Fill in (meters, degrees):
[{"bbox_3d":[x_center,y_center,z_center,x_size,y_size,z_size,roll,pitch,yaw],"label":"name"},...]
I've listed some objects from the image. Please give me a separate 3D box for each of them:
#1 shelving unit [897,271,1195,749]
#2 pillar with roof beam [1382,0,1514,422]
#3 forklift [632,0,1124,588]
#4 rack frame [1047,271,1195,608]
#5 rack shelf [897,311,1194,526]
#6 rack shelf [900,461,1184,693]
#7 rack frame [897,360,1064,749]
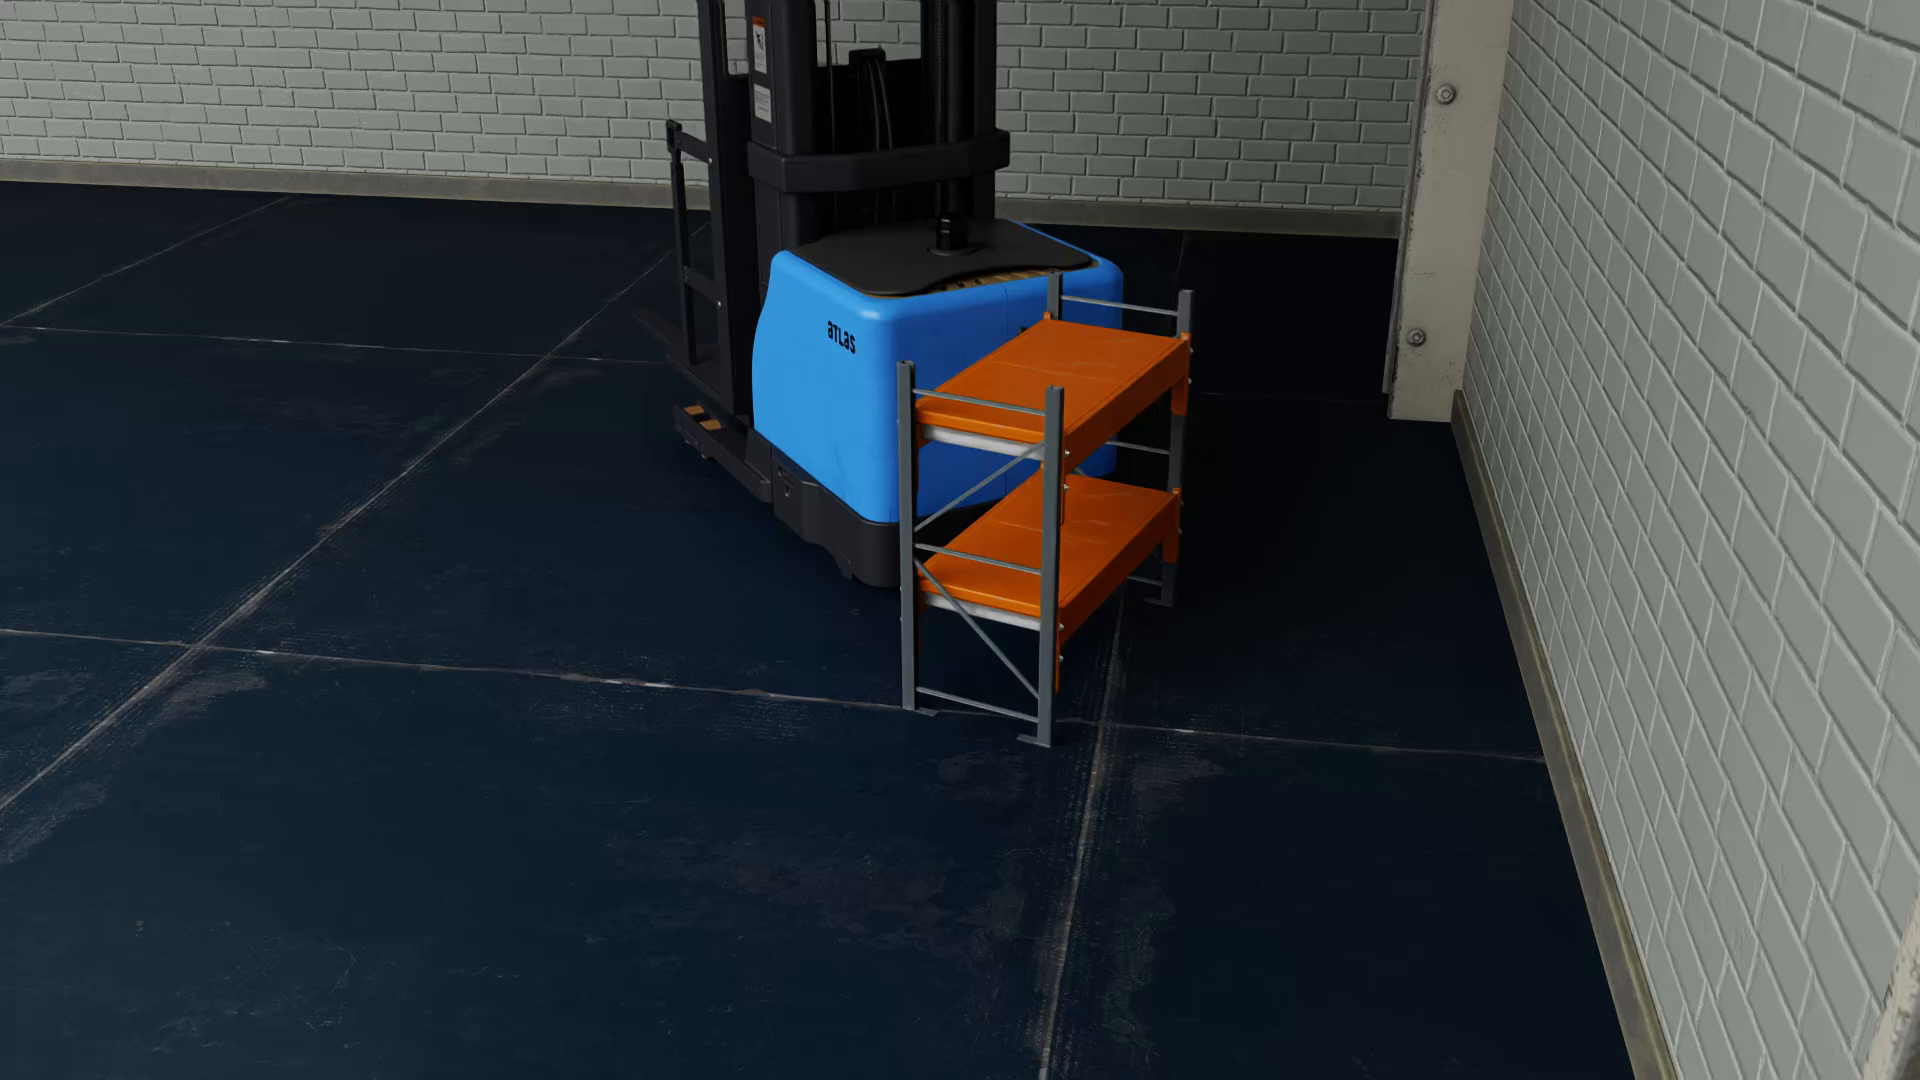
[{"bbox_3d":[0.285,-0.136,5.213,0.538,1.125,1.048,12,28,25],"label":"shelving unit"},{"bbox_3d":[-2.158,-4.987,6.290,9.100,9.000,0.400,4,25,9],"label":"pillar with roof beam"},{"bbox_3d":[-0.570,-1.750,6.531,1.130,2.935,3.031,-13,28,-26],"label":"forklift"},{"bbox_3d":[0.518,-0.327,5.622,0.500,1.125,0.032,12,28,25],"label":"rack frame"},{"bbox_3d":[0.285,-0.401,5.089,0.538,0.278,1.000,12,28,25],"label":"rack shelf"},{"bbox_3d":[0.285,0.086,5.317,0.538,0.278,1.000,12,28,25],"label":"rack shelf"},{"bbox_3d":[0.052,0.056,4.804,0.500,1.125,0.032,12,28,25],"label":"rack frame"}]
